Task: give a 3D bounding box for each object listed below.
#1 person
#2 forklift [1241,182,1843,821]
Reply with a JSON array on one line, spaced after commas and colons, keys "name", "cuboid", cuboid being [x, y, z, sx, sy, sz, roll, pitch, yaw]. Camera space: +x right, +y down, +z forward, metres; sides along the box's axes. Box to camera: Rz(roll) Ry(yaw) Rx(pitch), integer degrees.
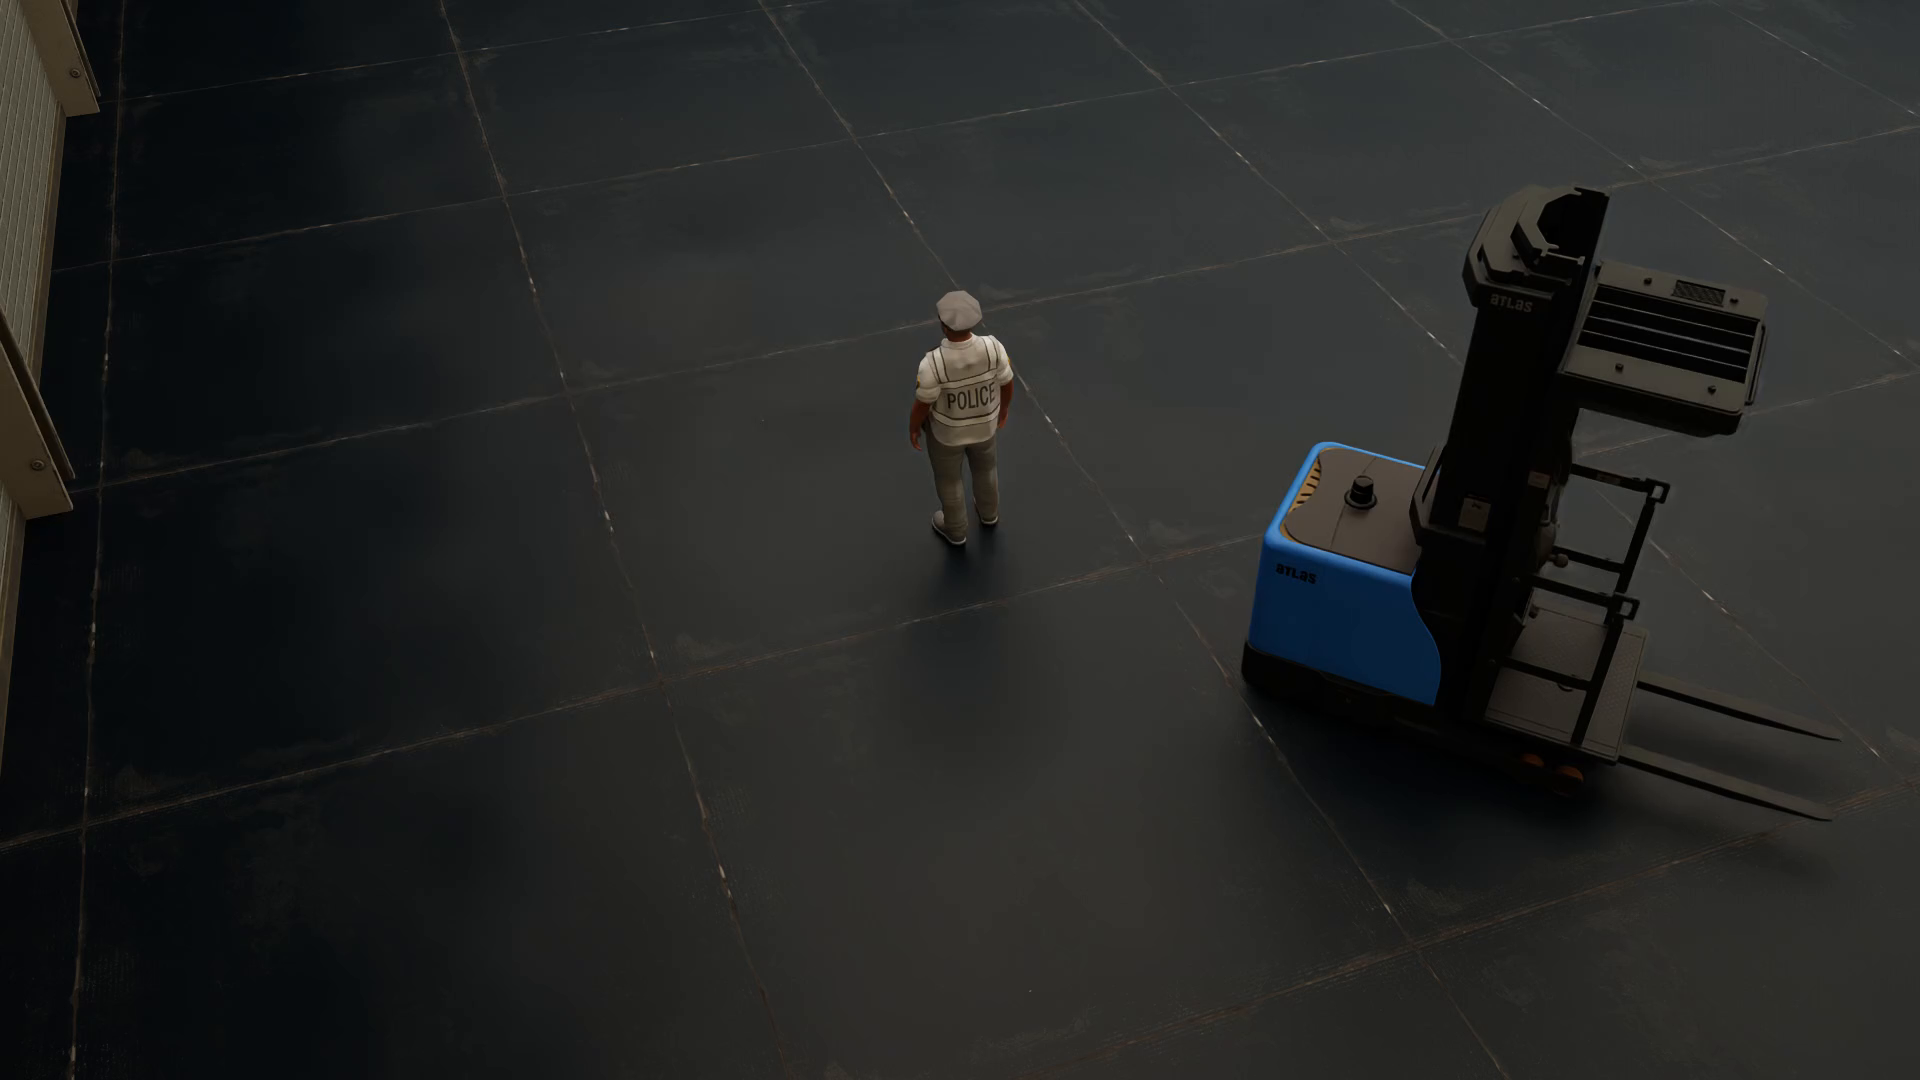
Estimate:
[{"name": "person", "cuboid": [-0.016, -0.738, 9.757, 0.641, 1.781, 0.574, -13, 42, -15]}, {"name": "forklift", "cuboid": [3.125, -0.176, 8.206, 3.031, 2.935, 1.130, 17, 43, 20]}]
